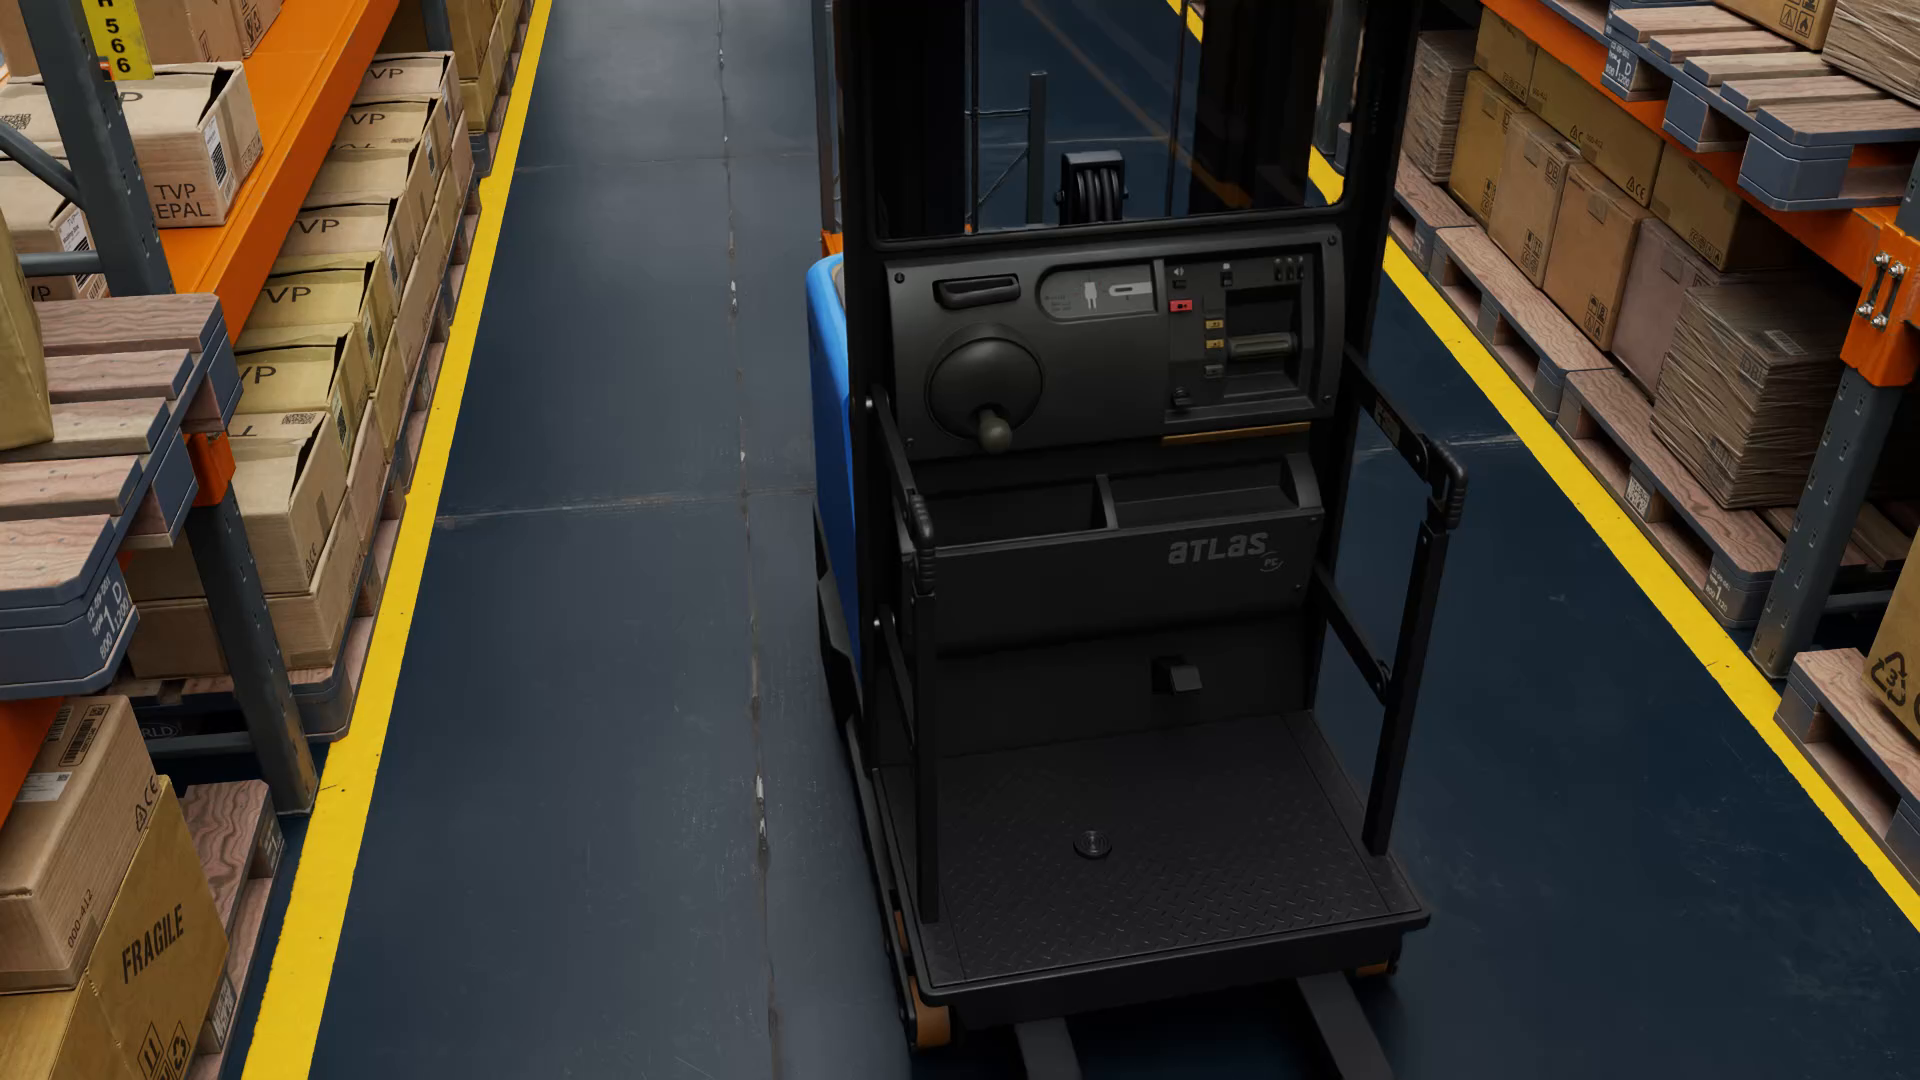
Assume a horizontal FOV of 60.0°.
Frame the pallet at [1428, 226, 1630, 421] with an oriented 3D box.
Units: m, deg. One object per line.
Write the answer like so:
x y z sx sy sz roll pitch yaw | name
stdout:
2.493 -0.876 6.347 1.003 0.211 1.213 -4 35 -6 | pallet

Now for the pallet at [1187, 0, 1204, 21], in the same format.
1.927 -3.047 9.533 1.003 0.211 1.213 -4 35 -6 | pallet

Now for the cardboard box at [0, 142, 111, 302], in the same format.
-2.156 -0.705 3.699 0.500 0.311 0.500 -2 34 -3 | cardboard box

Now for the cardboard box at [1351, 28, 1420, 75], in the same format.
2.118 -2.452 8.309 0.380 0.166 0.250 -9 35 -13 | cardboard box

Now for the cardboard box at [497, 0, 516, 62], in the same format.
-2.575 -2.645 8.537 0.500 0.250 0.500 -4 35 -6 | cardboard box

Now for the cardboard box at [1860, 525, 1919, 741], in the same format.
2.726 0.223 3.796 0.750 0.750 0.750 -5 35 -7 | cardboard box

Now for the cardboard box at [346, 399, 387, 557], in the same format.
-1.999 -0.167 4.901 0.500 0.250 0.500 -5 35 -8 | cardboard box

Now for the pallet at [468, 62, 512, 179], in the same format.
-2.754 -2.062 8.088 1.003 0.211 1.213 -4 35 -6 | pallet

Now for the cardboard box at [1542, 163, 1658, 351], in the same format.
2.560 -1.030 5.928 0.700 0.500 0.500 -5 35 -7 | cardboard box

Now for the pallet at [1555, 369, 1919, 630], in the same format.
2.654 -0.196 5.351 1.003 0.211 1.213 -4 35 -6 | pallet

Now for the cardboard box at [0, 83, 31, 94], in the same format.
-2.378 -1.139 4.480 0.380 0.149 0.250 -2 34 -3 | cardboard box

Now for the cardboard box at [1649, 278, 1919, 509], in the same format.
2.609 -0.459 5.089 0.700 0.500 0.500 -4 34 -6 | cardboard box

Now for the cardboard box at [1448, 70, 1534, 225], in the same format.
2.454 -1.599 6.762 0.700 0.500 0.500 -5 35 -7 | cardboard box

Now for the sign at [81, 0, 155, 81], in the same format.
-1.614 -1.027 3.136 0.100 0.325 0.005 -4 35 -6 | sign

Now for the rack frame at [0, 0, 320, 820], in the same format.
-2.151 -0.535 3.372 1.000 3.000 0.127 -4 35 -6 | rack frame

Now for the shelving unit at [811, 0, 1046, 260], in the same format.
-0.118 -0.871 5.196 0.587 1.500 1.083 -6 35 -9 | shelving unit

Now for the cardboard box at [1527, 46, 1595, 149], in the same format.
2.471 -1.658 6.183 0.500 0.250 0.500 -5 35 -8 | cardboard box

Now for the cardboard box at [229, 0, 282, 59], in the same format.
-2.463 -1.805 5.147 0.500 0.500 0.500 -4 35 -6 | cardboard box

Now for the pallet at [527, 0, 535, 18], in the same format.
-3.082 -3.424 10.086 1.003 0.211 1.213 -4 35 -6 | pallet

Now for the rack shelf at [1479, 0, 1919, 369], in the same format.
2.489 -1.731 5.766 1.077 0.370 4.000 -4 35 -6 | rack shelf

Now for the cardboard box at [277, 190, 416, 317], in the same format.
-2.145 -0.983 5.599 0.500 0.311 0.500 -5 35 -7 | cardboard box

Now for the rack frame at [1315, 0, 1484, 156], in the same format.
2.220 -3.145 7.201 1.000 3.000 0.127 -4 35 -6 | rack frame

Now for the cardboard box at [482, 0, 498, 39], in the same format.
-2.516 -2.675 7.915 0.500 0.500 0.500 -4 35 -6 | cardboard box

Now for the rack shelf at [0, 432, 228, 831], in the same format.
-1.882 0.878 1.937 1.077 0.370 4.000 -4 35 -6 | rack shelf

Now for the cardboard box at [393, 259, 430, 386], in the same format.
-2.143 -0.743 5.746 0.500 0.250 0.500 -4 34 -5 | cardboard box

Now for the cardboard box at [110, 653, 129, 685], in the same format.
-2.463 0.152 4.431 0.500 0.250 0.500 -4 34 -5 | cardboard box

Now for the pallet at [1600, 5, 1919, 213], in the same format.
2.556 -1.223 4.551 1.213 0.211 1.003 -4 35 -6 | pallet

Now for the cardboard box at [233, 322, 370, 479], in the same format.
-2.009 -0.411 4.761 0.500 0.311 0.500 -5 35 -8 | cardboard box

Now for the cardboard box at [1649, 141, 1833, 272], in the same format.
2.595 -1.092 5.352 0.500 0.250 0.500 -4 34 -5 | cardboard box

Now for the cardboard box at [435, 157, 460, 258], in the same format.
-2.279 -1.313 6.581 0.500 0.250 0.500 -5 35 -7 | cardboard box

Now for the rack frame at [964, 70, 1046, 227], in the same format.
-0.019 -0.595 4.792 0.500 1.500 0.032 -6 35 -9 | rack frame

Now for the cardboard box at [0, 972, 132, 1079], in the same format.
-1.723 1.109 2.788 0.500 0.500 0.500 -6 35 -8 | cardboard box

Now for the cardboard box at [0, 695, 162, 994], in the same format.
-1.780 0.541 2.955 0.500 0.250 0.500 -3 34 -5 | cardboard box

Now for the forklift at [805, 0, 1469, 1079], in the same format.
0.365 -0.335 3.139 1.130 2.935 3.031 -6 35 -9 | forklift

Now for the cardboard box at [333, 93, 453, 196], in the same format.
-2.274 -1.542 6.420 0.500 0.311 0.500 -3 34 -5 | cardboard box

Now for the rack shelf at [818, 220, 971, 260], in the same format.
-0.119 -0.727 5.305 0.538 0.185 1.000 -6 35 -9 | rack shelf

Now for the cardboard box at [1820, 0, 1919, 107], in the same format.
2.684 -1.397 4.157 0.700 0.500 0.500 -8 35 -12 | cardboard box

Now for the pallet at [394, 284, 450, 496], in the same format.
-2.383 -0.525 5.832 1.003 0.211 1.213 -4 35 -6 | pallet

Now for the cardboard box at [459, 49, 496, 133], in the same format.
-2.451 -2.086 7.717 0.500 0.250 0.500 -4 35 -6 | cardboard box

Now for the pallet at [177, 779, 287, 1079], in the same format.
-2.088 1.037 3.541 1.003 0.211 1.213 -4 35 -6 | pallet
